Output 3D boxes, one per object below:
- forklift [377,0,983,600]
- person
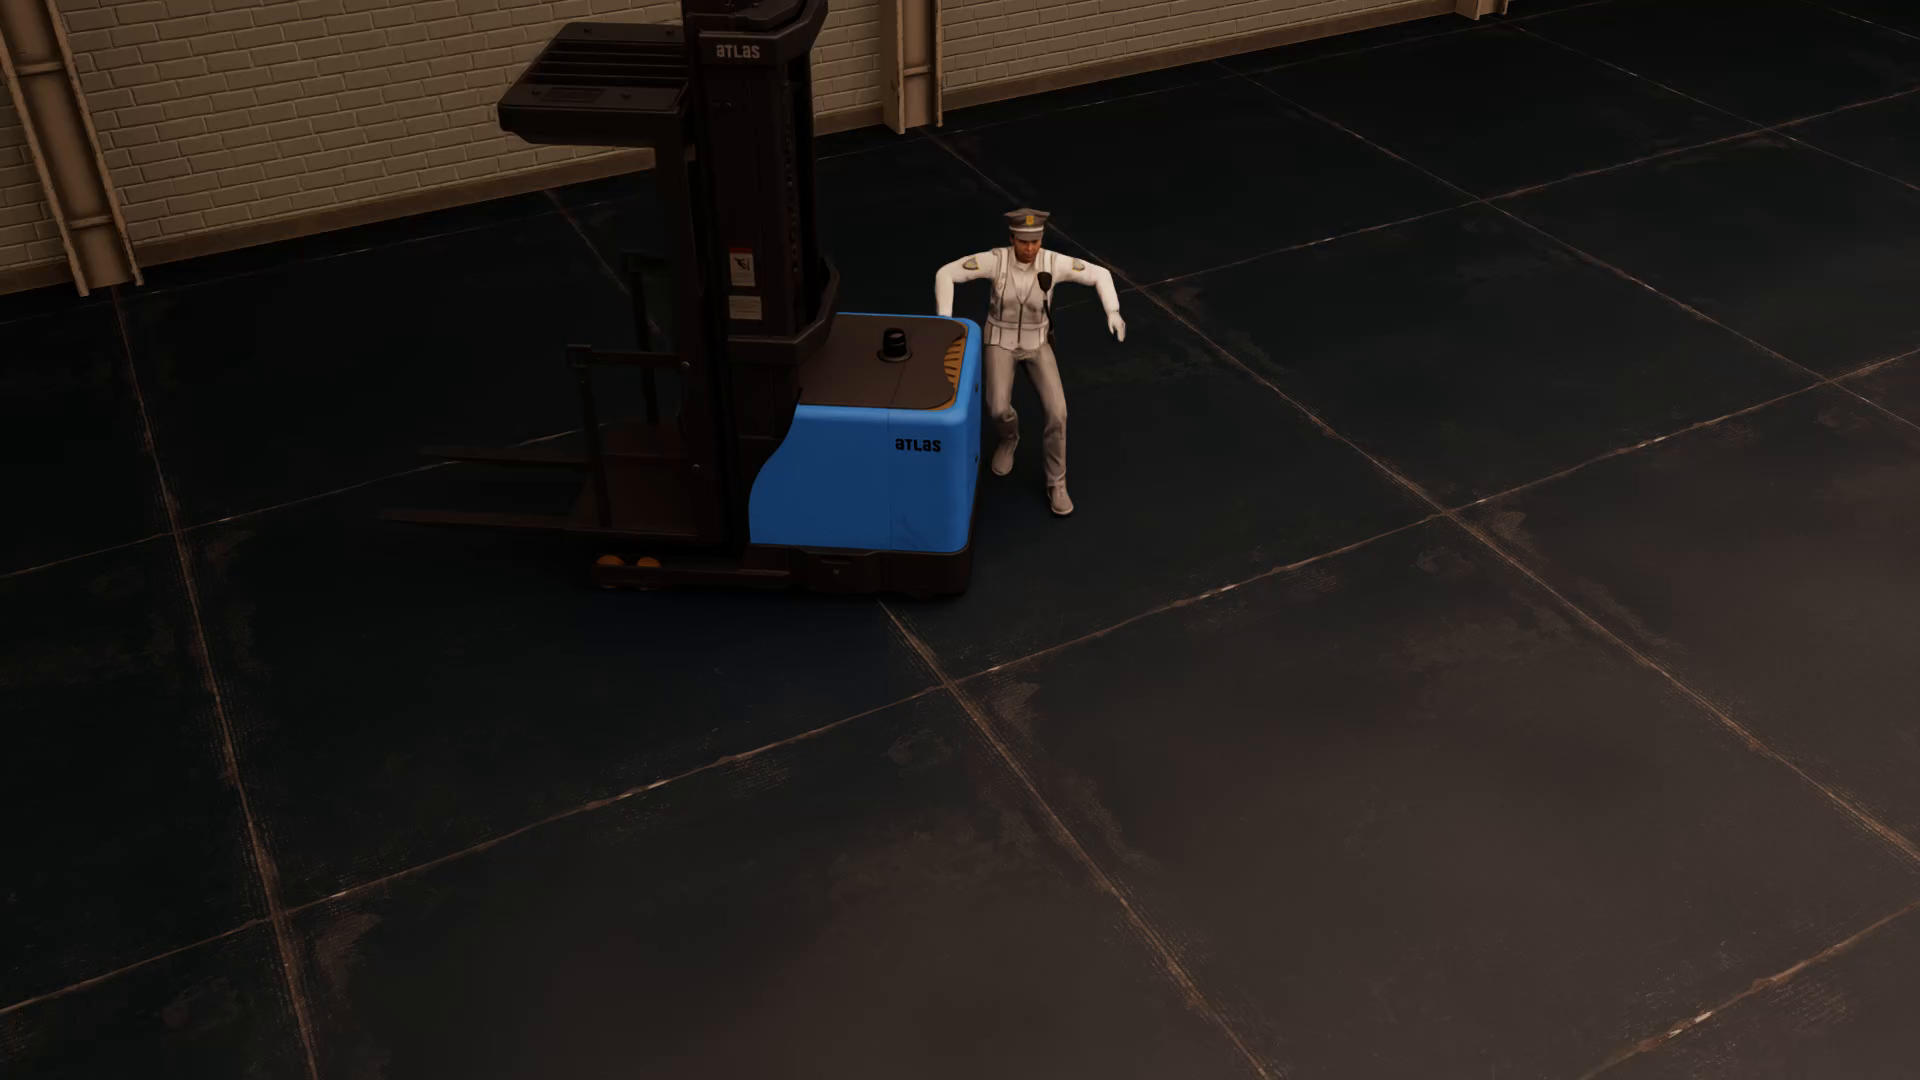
[{"bbox_3d":[-1.426,-1.244,7.883,3.031,2.935,1.130,3,35,4],"label":"forklift"},{"bbox_3d":[0.368,-0.945,8.669,0.991,1.525,0.767,-1,35,-2],"label":"person"}]
